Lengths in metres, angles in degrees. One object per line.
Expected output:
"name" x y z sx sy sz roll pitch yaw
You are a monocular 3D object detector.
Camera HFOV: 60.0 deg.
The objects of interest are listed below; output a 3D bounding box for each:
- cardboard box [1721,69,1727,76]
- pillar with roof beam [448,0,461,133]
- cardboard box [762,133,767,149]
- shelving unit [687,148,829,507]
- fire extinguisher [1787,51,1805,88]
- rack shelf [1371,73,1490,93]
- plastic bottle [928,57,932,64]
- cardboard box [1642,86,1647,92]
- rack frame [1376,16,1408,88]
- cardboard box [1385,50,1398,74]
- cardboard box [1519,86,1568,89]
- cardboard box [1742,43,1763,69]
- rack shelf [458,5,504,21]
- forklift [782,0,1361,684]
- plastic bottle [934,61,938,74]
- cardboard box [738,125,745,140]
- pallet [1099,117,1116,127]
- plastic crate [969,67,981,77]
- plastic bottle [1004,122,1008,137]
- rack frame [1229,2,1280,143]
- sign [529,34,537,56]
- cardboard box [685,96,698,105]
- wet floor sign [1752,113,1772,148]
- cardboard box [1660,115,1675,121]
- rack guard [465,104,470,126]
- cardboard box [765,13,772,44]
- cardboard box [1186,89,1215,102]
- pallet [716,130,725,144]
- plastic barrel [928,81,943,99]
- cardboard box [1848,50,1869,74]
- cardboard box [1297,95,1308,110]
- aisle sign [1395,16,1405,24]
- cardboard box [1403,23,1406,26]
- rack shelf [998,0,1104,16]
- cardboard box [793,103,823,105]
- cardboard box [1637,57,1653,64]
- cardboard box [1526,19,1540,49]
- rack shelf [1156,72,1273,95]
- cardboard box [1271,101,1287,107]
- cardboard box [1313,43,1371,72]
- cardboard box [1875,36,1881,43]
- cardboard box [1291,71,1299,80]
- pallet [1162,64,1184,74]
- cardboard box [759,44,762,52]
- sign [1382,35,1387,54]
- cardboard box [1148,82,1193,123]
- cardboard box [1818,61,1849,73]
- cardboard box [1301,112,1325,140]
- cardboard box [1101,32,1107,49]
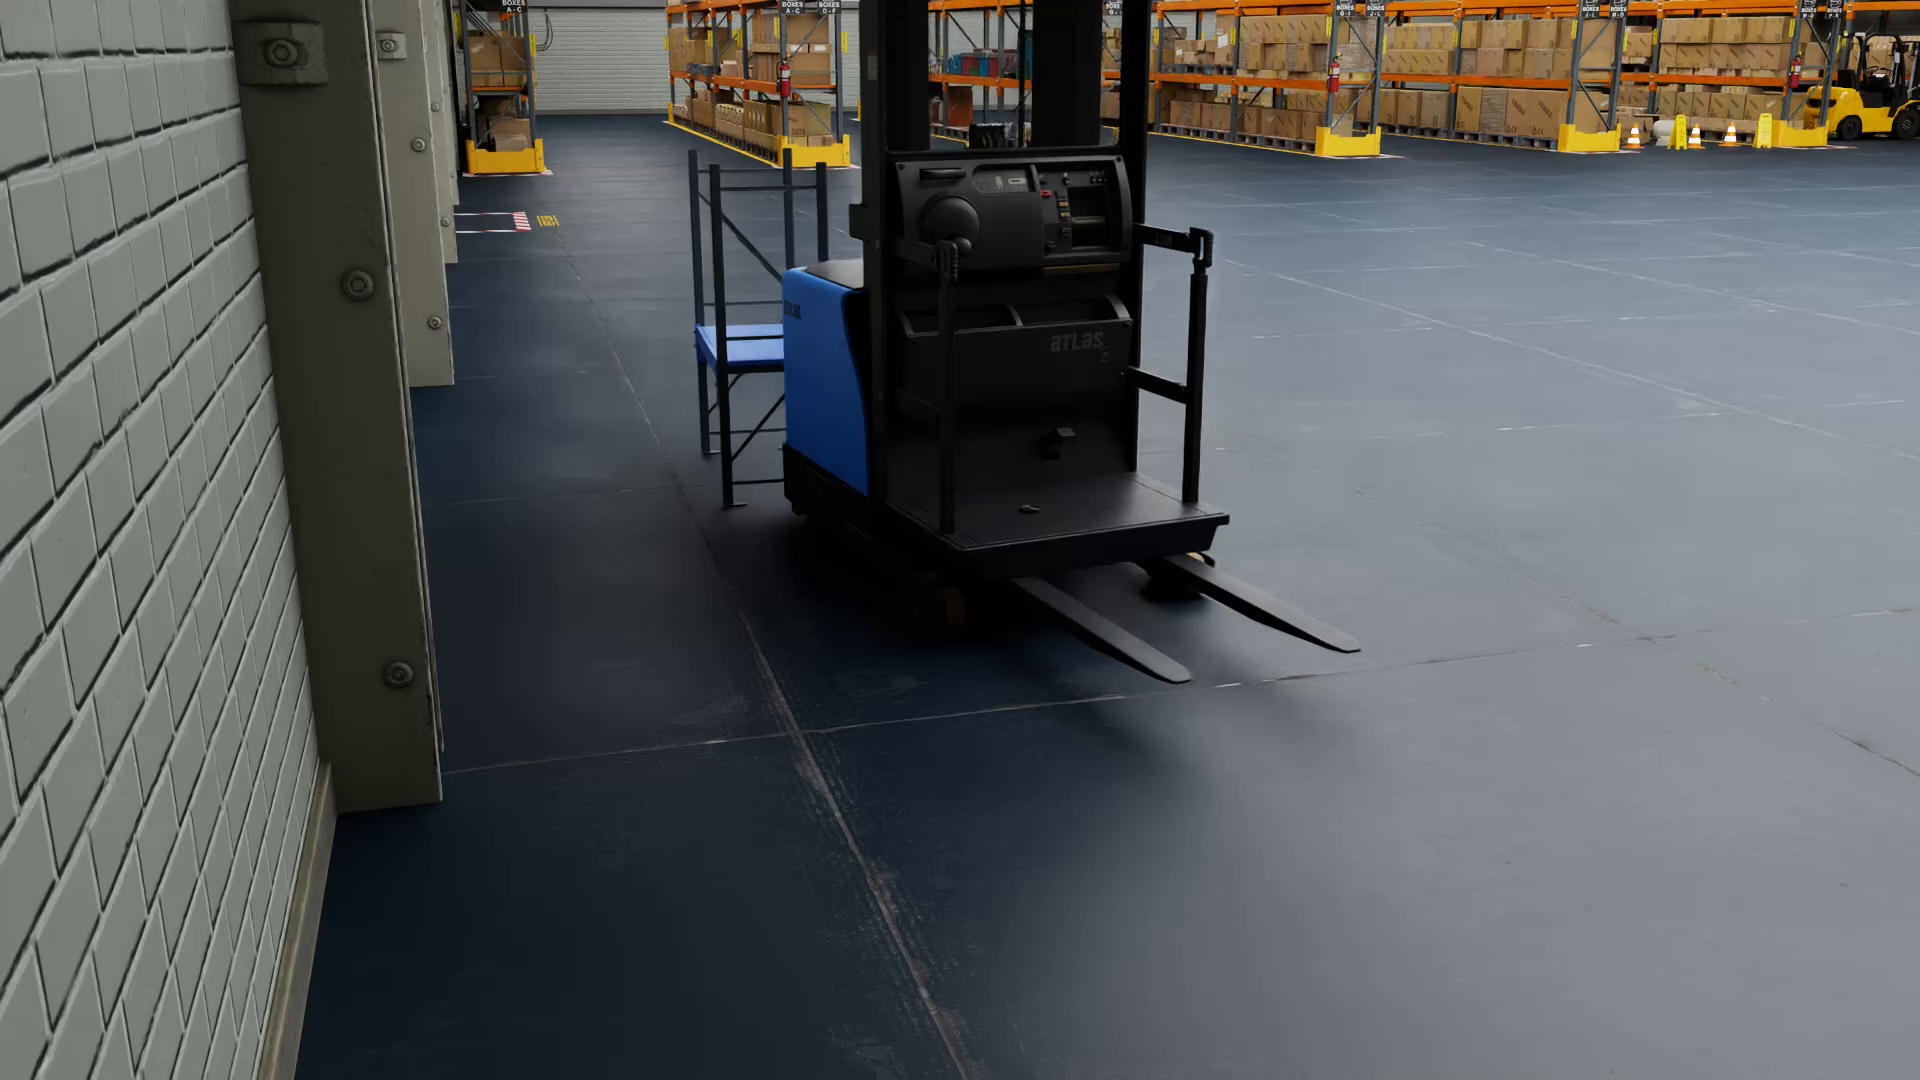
"cardboard box" 15.910 -9.624 34.214 0.380 0.149 0.250 -5 17 -15
"pillar with roof beam" -7.379 -13.933 37.695 9.100 9.000 0.400 -5 17 -15
"cardboard box" -3.154 -6.953 28.934 0.500 0.250 0.500 -5 17 -15
"shelving unit" -0.940 -1.029 7.771 0.538 1.500 1.048 -4 17 -13
"fire extinguisher" 16.208 -9.128 32.262 0.296 0.674 0.183 -5 17 -15
"rack shelf" 10.239 -10.129 36.710 1.077 0.370 4.000 -5 17 -15
"plastic bottle" -0.709 -10.689 37.410 0.144 0.351 0.185 -5 17 -15
"cardboard box" 18.256 -11.925 43.926 0.380 0.149 0.250 -5 17 -16
"rack frame" 12.223 -13.659 47.211 1.000 3.000 0.127 -5 17 -15
"cardboard box" 9.834 -10.650 37.018 0.500 0.500 0.500 -5 17 -15
"cardboard box" 14.311 -10.828 40.748 0.875 0.875 0.875 -5 17 -16
"cardboard box" 16.072 -9.691 33.310 0.500 0.500 0.500 -5 17 -15
"rack shelf" -11.044 -12.240 38.522 1.077 0.370 4.000 -5 17 -15
"forklift" 0.295 -1.214 5.899 1.130 2.935 3.031 -7 18 -23
"plastic bottle" -0.522 -10.439 36.714 0.097 0.271 0.097 0 17 0
"cardboard box" -3.927 -7.750 31.589 0.500 0.250 0.500 -5 17 -16
"pallet" 4.078 -10.226 40.630 1.003 0.211 1.213 -5 17 -15
"plastic crate" 0.480 -9.523 33.809 0.450 0.188 0.662 -5 17 -15
"plastic bottle" 0.896 -7.946 32.169 0.097 0.271 0.097 0 17 0
"rack frame" 5.992 -9.557 33.553 1.000 3.000 0.127 -5 17 -15
"sign" -6.675 -7.733 25.977 0.100 0.325 0.005 -5 17 -15
"cardboard box" -6.254 -10.522 40.340 0.797 0.503 0.637 -5 17 -15
"wet floor sign" 15.643 -7.969 32.360 0.267 0.644 0.232 1 17 4
"cardboard box" 15.423 -9.040 35.882 0.500 0.250 0.500 -6 18 -18
"rack guard" -11.600 -10.511 41.073 1.175 0.500 0.348 -5 17 -15
"cardboard box" -2.992 -8.905 28.954 0.700 0.500 0.500 -5 17 -15
"cardboard box" 5.261 -9.707 36.330 0.500 0.250 0.500 -3 17 -9
"pallet" -4.445 -8.315 34.265 1.003 0.211 1.213 -5 17 -15
"plastic barrel" -0.641 -10.226 38.700 0.600 0.901 0.708 -5 17 -15
"cardboard box" 20.163 -10.638 36.979 0.500 0.500 0.500 -5 17 -17
"cardboard box" 8.685 -10.766 41.194 0.500 0.500 0.500 -4 17 -13
"aisle sign" 12.501 -14.949 46.985 0.394 0.787 0.004 -5 17 -15
"cardboard box" 12.368 -14.089 45.602 0.380 0.149 0.250 -5 17 -15
"rack shelf" 1.779 -9.704 30.079 1.077 0.370 4.000 -5 17 -15
"cardboard box" -2.657 -7.353 28.962 0.500 0.500 0.500 -5 17 -15
"cardboard box" 15.114 -10.541 36.538 0.380 0.149 0.250 -4 17 -14
"cardboard box" 11.560 -9.820 32.290 0.875 0.550 0.550 -5 17 -15
"rack shelf" 5.442 -9.765 35.498 1.077 0.370 4.000 -5 17 -15
"cardboard box" 8.198 -11.174 42.645 0.380 0.149 0.250 -4 17 -14
"cardboard box" 6.966 -8.795 30.326 0.875 0.500 0.500 -5 17 -15
"cardboard box" 20.332 -10.988 36.499 0.380 0.149 0.250 -5 17 -16
"cardboard box" 6.455 -8.737 31.260 0.380 0.149 0.250 -5 17 -15
"pallet" 5.191 -10.382 36.635 1.213 0.211 1.003 -5 17 -15
"cardboard box" -3.365 -8.761 29.602 0.380 0.149 0.250 -5 18 -17
"sign" 7.613 -8.908 29.888 0.100 0.325 0.005 -5 17 -15
"cardboard box" 4.723 -10.039 38.122 1.225 0.875 0.875 -6 18 -18
"cardboard box" 19.902 -10.780 37.888 0.500 0.250 0.500 -4 17 -14
"cardboard box" 6.738 -7.791 31.289 0.500 0.500 0.500 0 17 -1
"cardboard box" 3.410 -12.305 41.143 0.500 0.500 0.500 -4 17 -14
